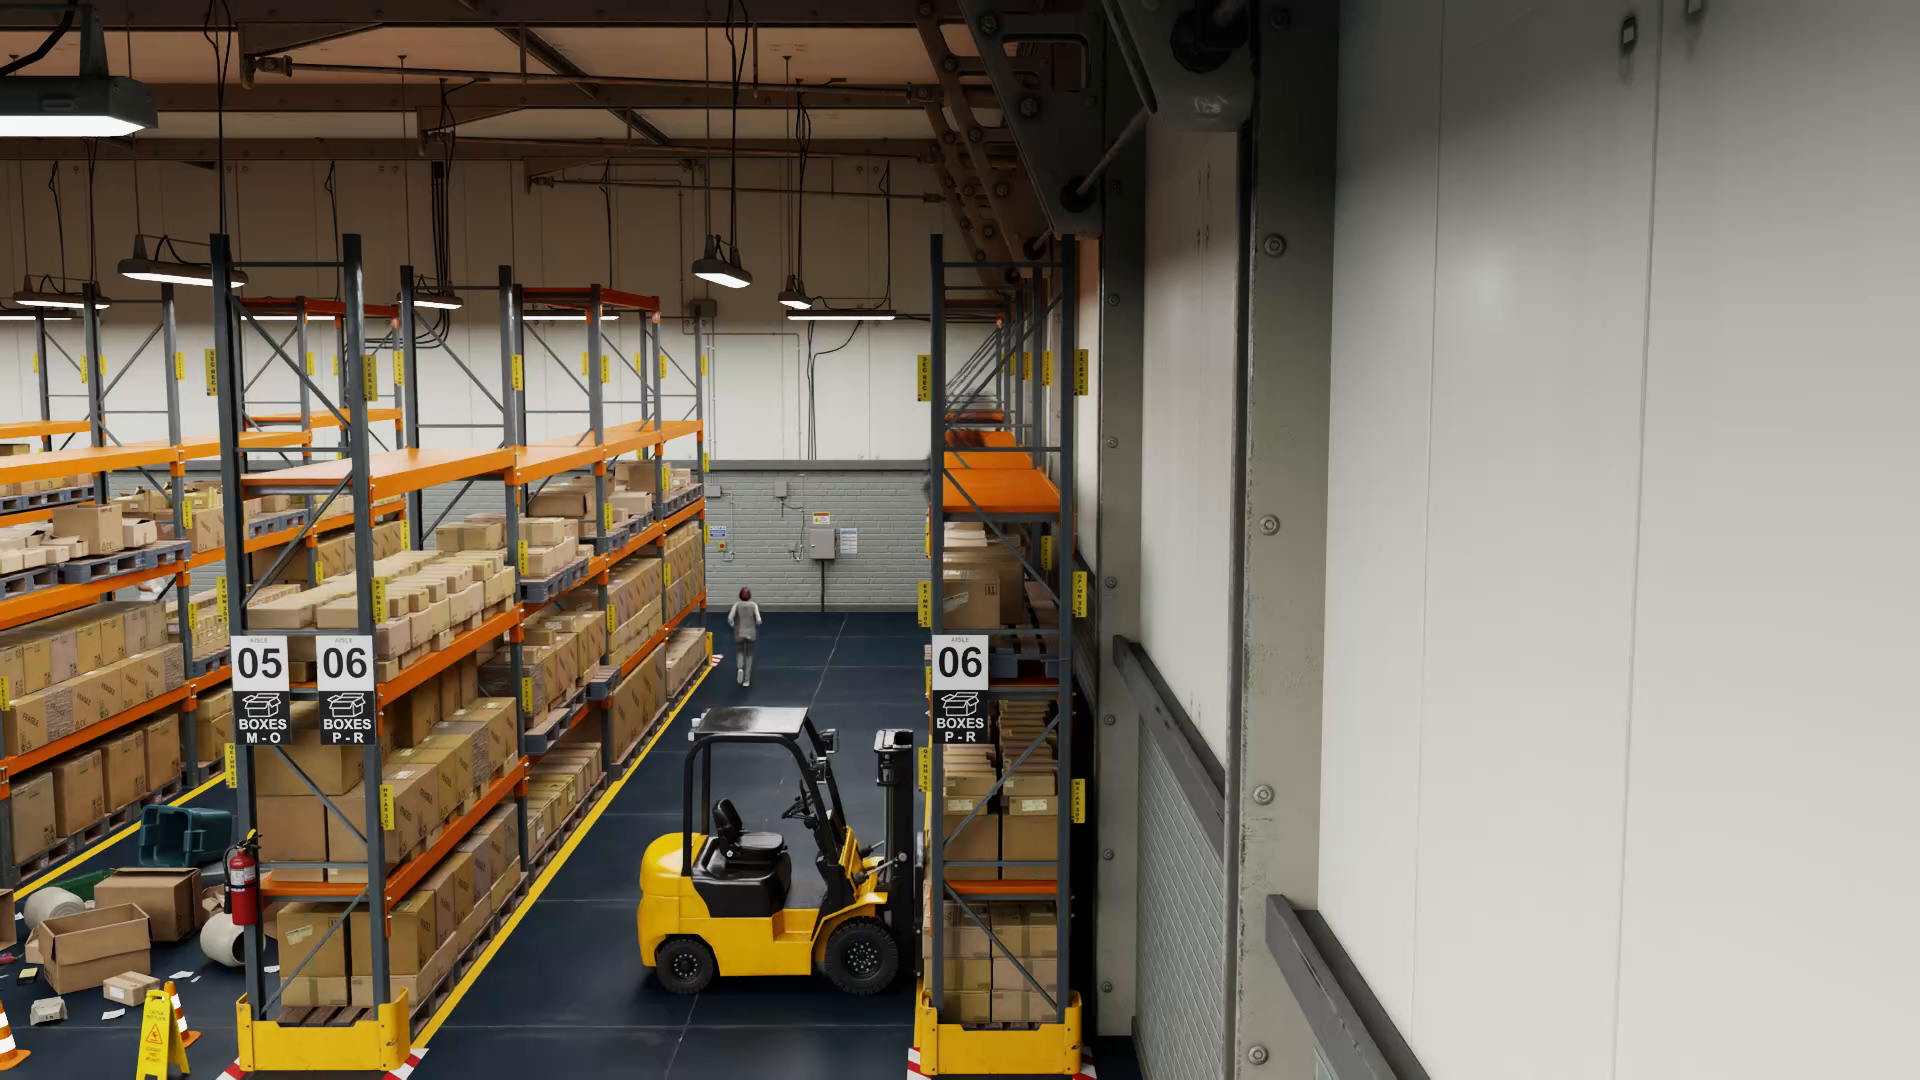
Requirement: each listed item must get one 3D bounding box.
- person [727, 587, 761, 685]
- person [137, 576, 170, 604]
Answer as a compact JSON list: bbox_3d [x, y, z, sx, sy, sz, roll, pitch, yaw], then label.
[{"bbox_3d":[-3.383,1.501,26.164,0.526,1.552,0.536,-1,6,-5],"label":"person"},{"bbox_3d":[-14.123,1.069,29.143,0.865,1.816,0.686,2,7,16],"label":"person"}]
